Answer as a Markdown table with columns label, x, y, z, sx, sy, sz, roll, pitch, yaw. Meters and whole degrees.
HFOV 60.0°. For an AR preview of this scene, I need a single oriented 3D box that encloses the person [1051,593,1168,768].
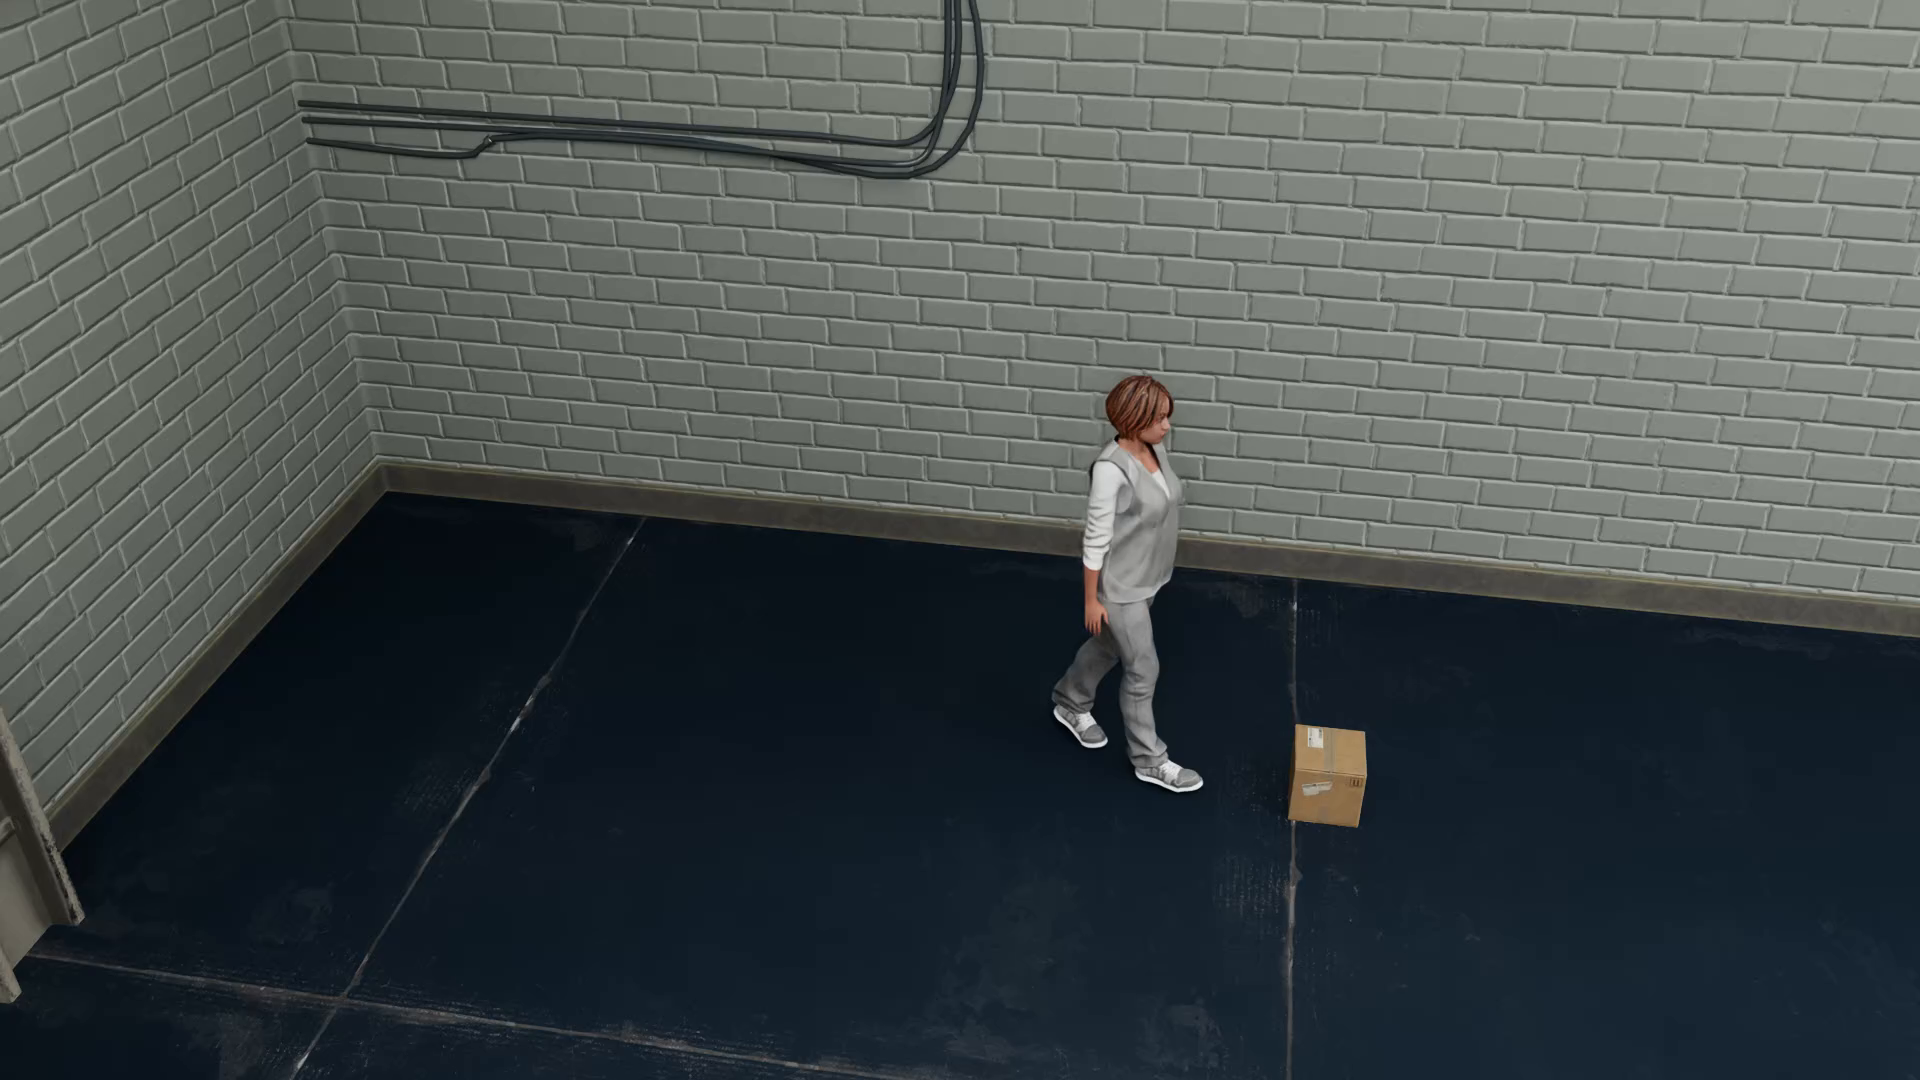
| label | x | y | z | sx | sy | sz | roll | pitch | yaw |
| --- | --- | --- | --- | --- | --- | --- | --- | --- | --- |
| person | 0.563 | 0.382 | 6.091 | 0.545 | 0.876 | 0.346 | 17 | 37 | 25 |
